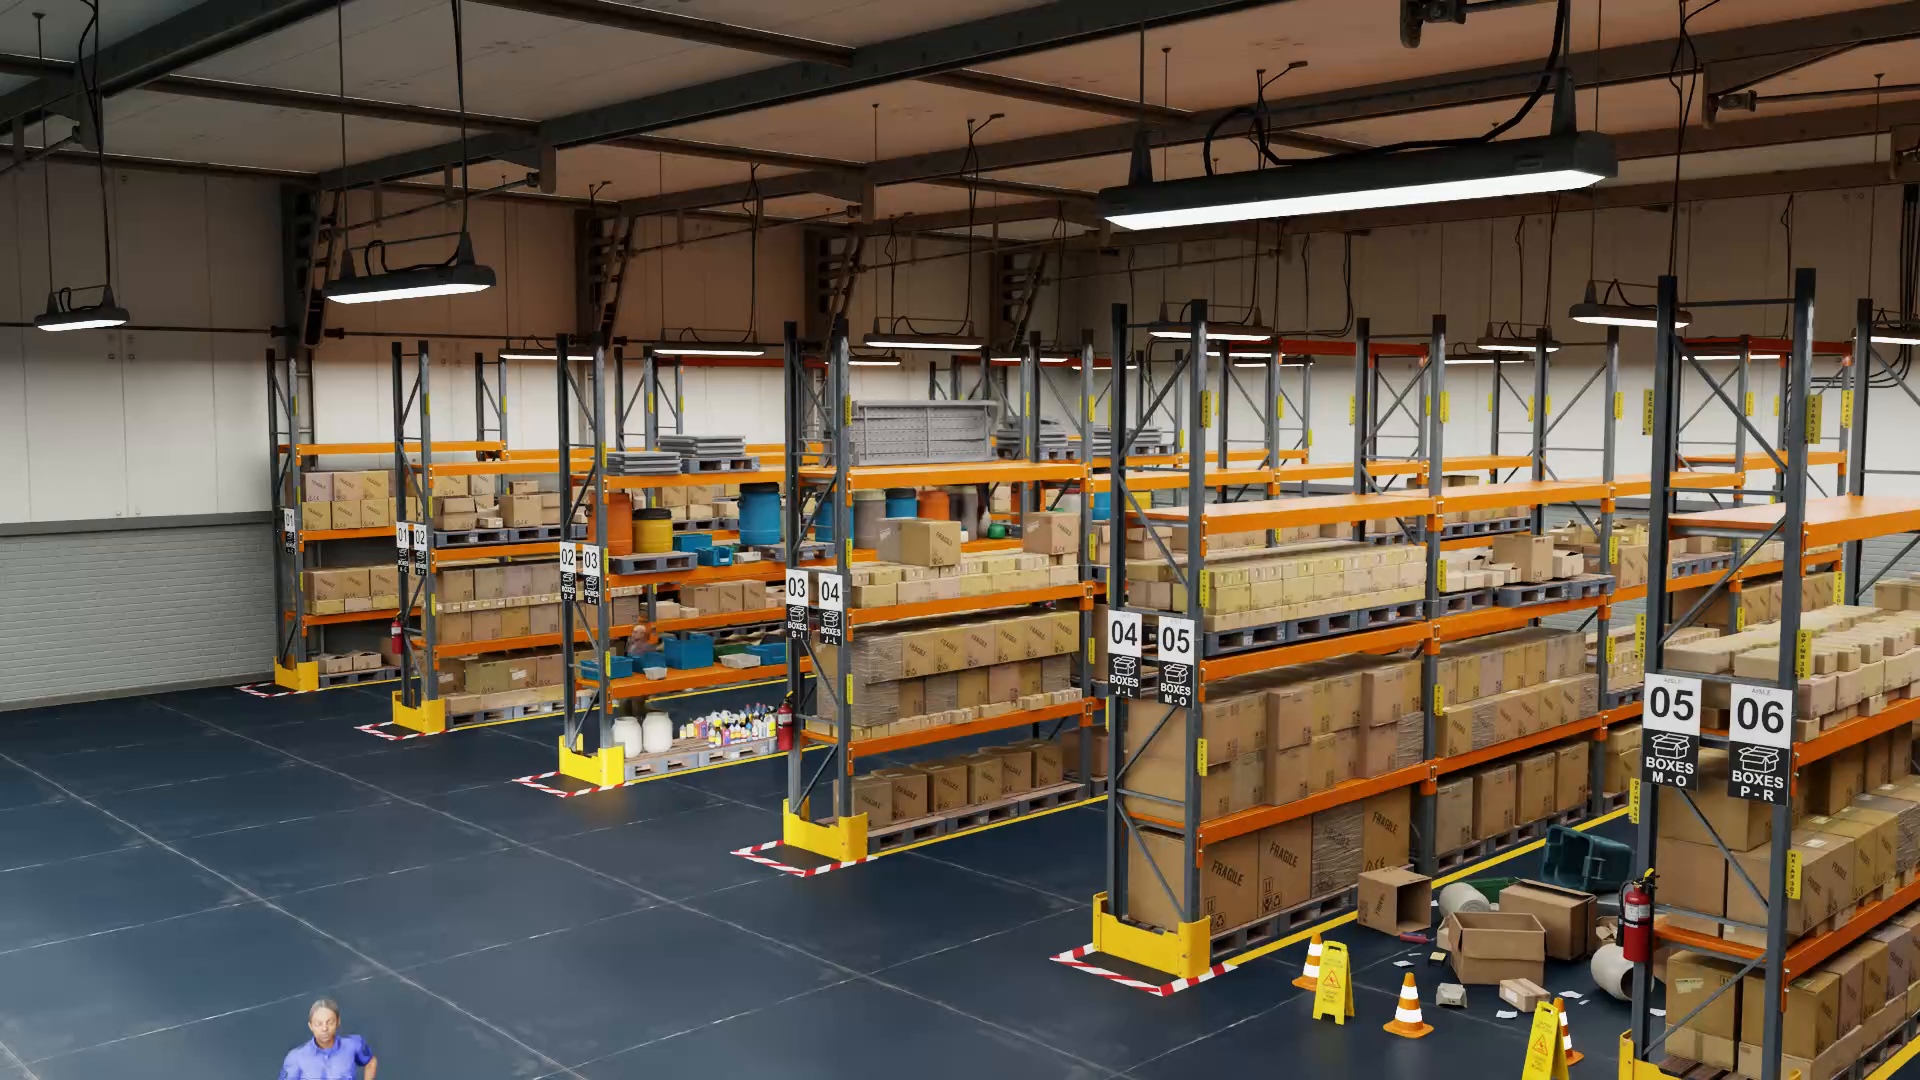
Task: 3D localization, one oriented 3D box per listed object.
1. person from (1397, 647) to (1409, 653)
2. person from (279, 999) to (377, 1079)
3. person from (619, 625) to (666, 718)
[{"bbox_3d":[6.320,2.310,23.814,0.520,1.560,0.570,5,7,42],"label":"person"},{"bbox_3d":[-3.686,3.491,9.714,0.581,1.658,0.920,-2,5,-23],"label":"person"},{"bbox_3d":[-4.819,2.140,24.935,0.716,1.736,0.833,4,7,42],"label":"person"}]
